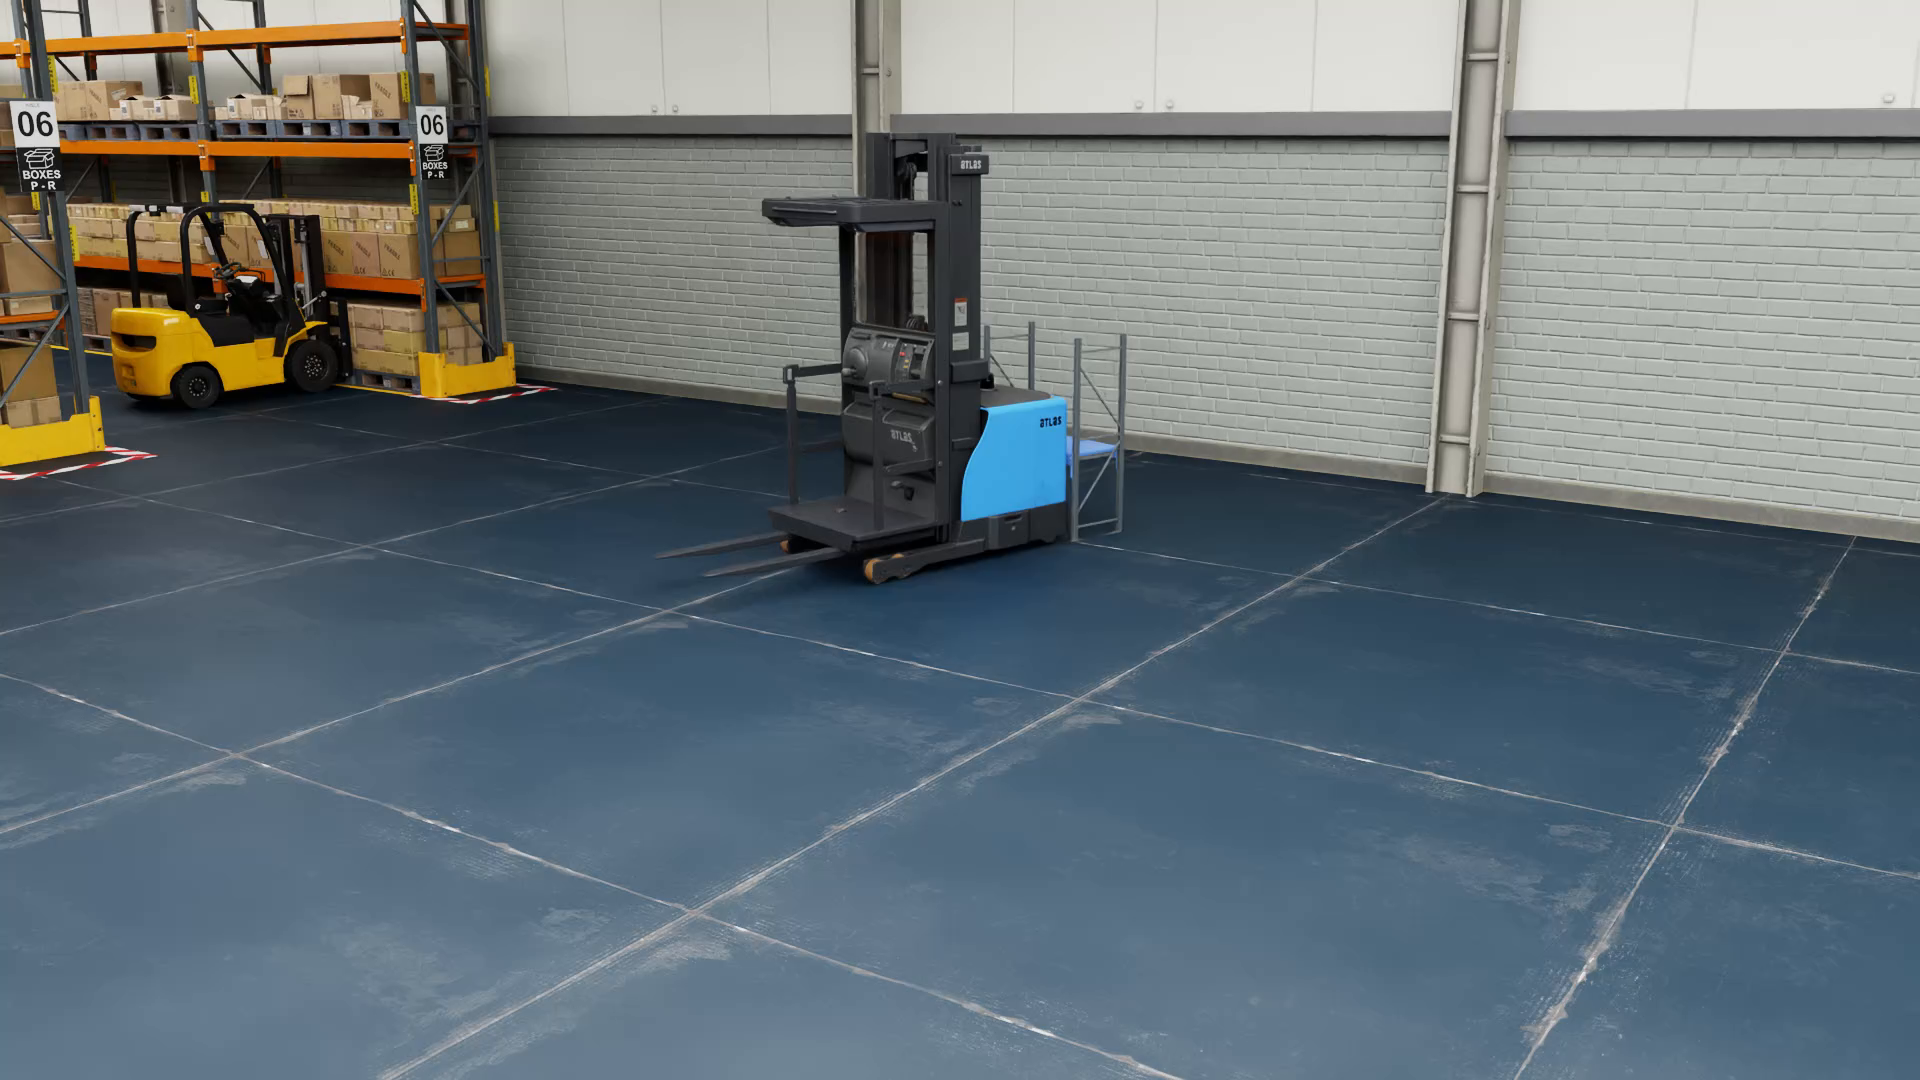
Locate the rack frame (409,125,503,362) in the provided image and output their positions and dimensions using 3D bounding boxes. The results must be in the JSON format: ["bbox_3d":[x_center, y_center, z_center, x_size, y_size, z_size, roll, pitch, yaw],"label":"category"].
[{"bbox_3d":[-5.727,-3.201,19.013,0.127,3.000,1.000,9,17,33],"label":"rack frame"}]

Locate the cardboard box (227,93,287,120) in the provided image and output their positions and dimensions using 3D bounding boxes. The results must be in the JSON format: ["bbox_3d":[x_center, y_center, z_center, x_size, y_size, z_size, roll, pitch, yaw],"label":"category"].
[{"bbox_3d":[-8.492,-5.243,20.120,0.500,0.311,0.500,10,17,34],"label":"cardboard box"}]

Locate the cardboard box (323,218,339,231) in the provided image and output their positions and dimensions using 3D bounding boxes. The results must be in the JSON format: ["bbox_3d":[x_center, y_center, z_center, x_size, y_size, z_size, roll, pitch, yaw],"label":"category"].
[{"bbox_3d":[-7.249,-3.722,19.560,0.250,0.149,0.380,9,17,33],"label":"cardboard box"}]

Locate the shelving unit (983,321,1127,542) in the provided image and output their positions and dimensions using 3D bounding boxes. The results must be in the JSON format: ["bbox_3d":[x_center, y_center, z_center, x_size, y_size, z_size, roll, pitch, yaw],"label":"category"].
[{"bbox_3d":[0.702,-0.849,12.629,0.538,1.500,1.048,-11,18,-38],"label":"shelving unit"}]

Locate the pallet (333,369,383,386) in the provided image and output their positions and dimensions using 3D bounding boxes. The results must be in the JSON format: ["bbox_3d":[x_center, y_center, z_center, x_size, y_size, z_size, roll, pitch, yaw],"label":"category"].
[{"bbox_3d":[-7.393,-2.106,20.390,1.213,0.211,1.003,9,17,33],"label":"pallet"}]

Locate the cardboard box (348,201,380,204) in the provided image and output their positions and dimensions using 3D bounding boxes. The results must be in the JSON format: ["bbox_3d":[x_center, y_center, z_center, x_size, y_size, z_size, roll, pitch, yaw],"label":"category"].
[{"bbox_3d":[-7.154,-4.010,20.102,0.250,0.149,0.380,9,17,33],"label":"cardboard box"}]

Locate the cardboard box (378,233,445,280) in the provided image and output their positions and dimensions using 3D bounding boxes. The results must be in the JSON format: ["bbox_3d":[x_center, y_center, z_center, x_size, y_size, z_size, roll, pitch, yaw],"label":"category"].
[{"bbox_3d":[-6.282,-3.263,19.056,0.500,0.500,0.500,9,16,32],"label":"cardboard box"}]

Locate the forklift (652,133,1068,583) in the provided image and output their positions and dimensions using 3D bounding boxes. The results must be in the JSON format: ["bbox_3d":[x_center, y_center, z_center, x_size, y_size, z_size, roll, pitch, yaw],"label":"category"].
[{"bbox_3d":[-0.659,-1.273,11.367,3.031,2.935,1.130,-11,18,-39],"label":"forklift"}]

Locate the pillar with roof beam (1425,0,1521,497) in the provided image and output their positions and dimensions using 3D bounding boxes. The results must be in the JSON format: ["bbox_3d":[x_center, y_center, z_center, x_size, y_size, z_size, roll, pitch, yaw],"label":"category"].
[{"bbox_3d":[1.753,-3.919,9.426,0.400,9.000,9.100,9,17,33],"label":"pillar with roof beam"}]

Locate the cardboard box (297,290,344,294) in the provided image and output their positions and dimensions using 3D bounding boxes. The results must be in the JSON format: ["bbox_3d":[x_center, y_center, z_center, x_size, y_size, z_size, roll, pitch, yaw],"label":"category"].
[{"bbox_3d":[-8.101,-3.000,20.966,0.500,0.250,0.500,9,16,32],"label":"cardboard box"}]

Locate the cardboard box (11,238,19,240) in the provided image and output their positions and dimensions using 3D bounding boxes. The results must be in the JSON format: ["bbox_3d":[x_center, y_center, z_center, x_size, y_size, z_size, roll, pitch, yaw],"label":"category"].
[{"bbox_3d":[-9.164,-2.592,15.723,0.500,0.500,0.500,10,17,35],"label":"cardboard box"}]

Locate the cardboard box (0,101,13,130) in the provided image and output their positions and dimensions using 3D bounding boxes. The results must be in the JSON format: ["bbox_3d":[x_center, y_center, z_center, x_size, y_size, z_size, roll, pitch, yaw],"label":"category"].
[{"bbox_3d":[-8.763,-3.859,15.121,0.500,0.250,0.500,9,16,32],"label":"cardboard box"}]

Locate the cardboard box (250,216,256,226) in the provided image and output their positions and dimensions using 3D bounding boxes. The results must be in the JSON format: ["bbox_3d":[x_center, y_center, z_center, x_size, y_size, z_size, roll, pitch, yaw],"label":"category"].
[{"bbox_3d":[-8.481,-3.942,20.447,0.250,0.149,0.380,9,17,33],"label":"cardboard box"}]

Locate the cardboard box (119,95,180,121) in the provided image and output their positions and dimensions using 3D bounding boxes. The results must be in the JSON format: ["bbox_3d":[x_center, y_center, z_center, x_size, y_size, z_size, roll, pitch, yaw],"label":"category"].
[{"bbox_3d":[-10.420,-5.554,21.379,0.500,0.311,0.500,9,16,31],"label":"cardboard box"}]

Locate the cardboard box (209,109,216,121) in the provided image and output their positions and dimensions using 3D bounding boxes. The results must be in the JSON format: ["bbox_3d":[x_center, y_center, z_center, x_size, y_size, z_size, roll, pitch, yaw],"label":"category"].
[{"bbox_3d":[-9.641,-5.477,21.405,0.250,0.149,0.380,9,17,33],"label":"cardboard box"}]

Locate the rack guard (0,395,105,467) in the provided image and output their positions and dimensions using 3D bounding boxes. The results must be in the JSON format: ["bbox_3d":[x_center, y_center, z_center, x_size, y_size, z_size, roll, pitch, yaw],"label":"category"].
[{"bbox_3d":[-8.557,-1.008,15.354,0.348,0.500,1.175,9,17,33],"label":"rack guard"}]

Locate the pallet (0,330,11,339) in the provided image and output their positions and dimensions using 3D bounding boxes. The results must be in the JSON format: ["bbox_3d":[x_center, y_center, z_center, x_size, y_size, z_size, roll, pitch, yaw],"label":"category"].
[{"bbox_3d":[-13.972,-3.192,24.778,1.213,0.211,1.003,9,17,33],"label":"pallet"}]

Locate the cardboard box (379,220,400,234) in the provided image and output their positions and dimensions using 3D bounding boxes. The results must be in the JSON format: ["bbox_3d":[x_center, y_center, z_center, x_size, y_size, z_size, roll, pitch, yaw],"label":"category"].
[{"bbox_3d":[-6.400,-3.584,18.999,0.250,0.149,0.380,9,17,34],"label":"cardboard box"}]

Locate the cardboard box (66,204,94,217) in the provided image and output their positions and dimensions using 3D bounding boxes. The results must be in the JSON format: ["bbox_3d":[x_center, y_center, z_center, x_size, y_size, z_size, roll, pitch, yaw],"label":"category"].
[{"bbox_3d":[-12.043,-4.500,22.703,0.250,0.149,0.380,10,17,34],"label":"cardboard box"}]

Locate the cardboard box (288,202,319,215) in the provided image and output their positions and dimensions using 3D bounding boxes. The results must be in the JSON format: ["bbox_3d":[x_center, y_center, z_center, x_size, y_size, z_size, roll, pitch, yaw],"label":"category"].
[{"bbox_3d":[-7.834,-3.987,20.008,0.250,0.149,0.380,9,17,33],"label":"cardboard box"}]

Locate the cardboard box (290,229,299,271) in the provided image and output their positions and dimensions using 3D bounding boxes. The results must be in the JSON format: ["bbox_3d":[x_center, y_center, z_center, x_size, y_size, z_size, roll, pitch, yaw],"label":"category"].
[{"bbox_3d":[-7.962,-3.540,20.175,0.500,0.500,0.500,9,17,32],"label":"cardboard box"}]

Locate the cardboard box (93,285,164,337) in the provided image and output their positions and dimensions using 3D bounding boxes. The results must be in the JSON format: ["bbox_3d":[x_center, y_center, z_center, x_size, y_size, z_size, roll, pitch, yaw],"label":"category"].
[{"bbox_3d":[-11.309,-3.153,22.885,0.625,0.625,0.875,10,17,35],"label":"cardboard box"}]

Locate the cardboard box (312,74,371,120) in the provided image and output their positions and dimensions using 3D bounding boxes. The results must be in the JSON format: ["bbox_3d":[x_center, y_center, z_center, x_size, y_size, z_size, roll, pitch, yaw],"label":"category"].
[{"bbox_3d":[-7.025,-5.126,19.257,0.500,0.500,0.700,9,17,33],"label":"cardboard box"}]

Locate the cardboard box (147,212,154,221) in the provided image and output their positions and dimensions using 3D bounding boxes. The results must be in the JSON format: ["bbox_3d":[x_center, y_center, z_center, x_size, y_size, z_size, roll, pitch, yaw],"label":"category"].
[{"bbox_3d":[-10.326,-4.233,21.624,0.250,0.149,0.380,9,16,31],"label":"cardboard box"}]

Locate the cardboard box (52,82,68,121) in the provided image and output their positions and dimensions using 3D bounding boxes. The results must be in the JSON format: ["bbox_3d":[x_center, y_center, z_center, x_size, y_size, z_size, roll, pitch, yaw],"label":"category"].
[{"bbox_3d":[-11.900,-5.885,22.323,0.500,0.500,0.500,9,17,33],"label":"cardboard box"}]

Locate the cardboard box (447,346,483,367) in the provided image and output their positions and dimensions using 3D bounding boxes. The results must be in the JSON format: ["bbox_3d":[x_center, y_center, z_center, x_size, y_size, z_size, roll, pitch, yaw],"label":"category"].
[{"bbox_3d":[-6.026,-2.175,19.716,0.500,0.250,0.500,9,17,33],"label":"cardboard box"}]

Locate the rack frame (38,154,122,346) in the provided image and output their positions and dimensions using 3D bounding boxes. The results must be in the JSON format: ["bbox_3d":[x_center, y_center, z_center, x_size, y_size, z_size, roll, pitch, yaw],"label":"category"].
[{"bbox_3d":[-12.365,-4.274,23.347,0.127,3.000,1.000,9,17,33],"label":"rack frame"}]

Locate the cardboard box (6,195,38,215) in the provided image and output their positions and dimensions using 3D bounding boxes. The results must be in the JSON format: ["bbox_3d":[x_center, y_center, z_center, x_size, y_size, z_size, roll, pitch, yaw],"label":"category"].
[{"bbox_3d":[-13.823,-4.710,24.019,0.637,0.503,0.797,9,16,32],"label":"cardboard box"}]

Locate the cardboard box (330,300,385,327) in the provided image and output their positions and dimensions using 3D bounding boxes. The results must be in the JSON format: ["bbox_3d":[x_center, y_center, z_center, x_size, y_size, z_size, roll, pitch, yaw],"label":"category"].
[{"bbox_3d":[-7.135,-2.688,19.708,0.500,0.250,0.500,9,17,34],"label":"cardboard box"}]

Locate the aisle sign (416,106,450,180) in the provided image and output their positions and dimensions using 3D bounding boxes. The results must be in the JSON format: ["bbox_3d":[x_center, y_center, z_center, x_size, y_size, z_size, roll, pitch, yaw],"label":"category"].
[{"bbox_3d":[-5.837,-4.396,18.428,0.004,0.787,0.394,9,17,33],"label":"aisle sign"}]

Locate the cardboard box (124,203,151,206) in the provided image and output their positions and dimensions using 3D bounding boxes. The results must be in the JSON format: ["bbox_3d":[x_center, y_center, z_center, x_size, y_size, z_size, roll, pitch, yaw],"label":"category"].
[{"bbox_3d":[-11.280,-4.556,22.926,0.250,0.149,0.380,9,16,32],"label":"cardboard box"}]

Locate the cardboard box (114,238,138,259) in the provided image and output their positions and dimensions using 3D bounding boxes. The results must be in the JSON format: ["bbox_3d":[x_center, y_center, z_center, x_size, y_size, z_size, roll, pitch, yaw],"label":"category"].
[{"bbox_3d":[-10.858,-3.887,22.095,0.500,0.250,0.500,10,17,35],"label":"cardboard box"}]

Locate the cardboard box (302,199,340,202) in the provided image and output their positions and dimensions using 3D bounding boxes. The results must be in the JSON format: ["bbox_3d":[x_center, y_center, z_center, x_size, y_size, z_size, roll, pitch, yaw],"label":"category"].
[{"bbox_3d":[-7.958,-4.167,20.737,0.250,0.149,0.380,9,16,32],"label":"cardboard box"}]

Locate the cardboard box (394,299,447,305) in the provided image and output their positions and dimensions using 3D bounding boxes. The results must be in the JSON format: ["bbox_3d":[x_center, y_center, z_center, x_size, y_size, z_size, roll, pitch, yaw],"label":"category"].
[{"bbox_3d":[-6.437,-2.724,19.853,0.500,0.250,0.500,9,17,33],"label":"cardboard box"}]

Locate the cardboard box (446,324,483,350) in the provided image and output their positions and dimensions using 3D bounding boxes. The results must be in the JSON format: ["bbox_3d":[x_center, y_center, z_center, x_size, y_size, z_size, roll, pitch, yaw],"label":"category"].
[{"bbox_3d":[-6.002,-2.418,19.655,0.500,0.250,0.500,10,17,34],"label":"cardboard box"}]

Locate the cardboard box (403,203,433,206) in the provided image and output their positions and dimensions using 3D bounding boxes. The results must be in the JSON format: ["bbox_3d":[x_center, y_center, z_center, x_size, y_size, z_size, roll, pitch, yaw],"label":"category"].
[{"bbox_3d":[-6.312,-3.871,19.542,0.250,0.149,0.380,10,17,34],"label":"cardboard box"}]

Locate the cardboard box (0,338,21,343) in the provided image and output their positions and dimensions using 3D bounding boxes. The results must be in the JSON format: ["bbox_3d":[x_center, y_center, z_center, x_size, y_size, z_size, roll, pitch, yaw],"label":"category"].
[{"bbox_3d":[-9.466,-1.680,16.154,0.500,0.500,0.500,8,16,31],"label":"cardboard box"}]

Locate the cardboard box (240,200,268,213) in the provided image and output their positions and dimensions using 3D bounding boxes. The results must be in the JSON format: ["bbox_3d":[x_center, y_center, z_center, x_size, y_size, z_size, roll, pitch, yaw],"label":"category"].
[{"bbox_3d":[-8.670,-4.130,20.588,0.250,0.149,0.380,9,17,34],"label":"cardboard box"}]

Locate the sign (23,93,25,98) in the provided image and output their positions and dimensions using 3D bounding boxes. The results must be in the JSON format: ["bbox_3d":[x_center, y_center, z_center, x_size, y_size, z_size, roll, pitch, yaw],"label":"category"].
[{"bbox_3d":[-12.670,-5.873,22.488,0.005,0.325,0.100,9,17,33],"label":"sign"}]

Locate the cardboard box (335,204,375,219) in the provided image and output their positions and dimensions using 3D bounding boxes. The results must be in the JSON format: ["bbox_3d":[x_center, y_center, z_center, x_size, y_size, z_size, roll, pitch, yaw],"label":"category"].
[{"bbox_3d":[-7.039,-3.833,19.386,0.250,0.149,0.380,10,17,34],"label":"cardboard box"}]

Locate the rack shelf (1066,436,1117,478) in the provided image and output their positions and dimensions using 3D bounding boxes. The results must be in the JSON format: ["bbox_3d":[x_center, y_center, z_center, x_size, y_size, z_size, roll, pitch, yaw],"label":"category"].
[{"bbox_3d":[0.702,-0.674,12.672,0.538,0.185,1.000,-11,18,-38],"label":"rack shelf"}]

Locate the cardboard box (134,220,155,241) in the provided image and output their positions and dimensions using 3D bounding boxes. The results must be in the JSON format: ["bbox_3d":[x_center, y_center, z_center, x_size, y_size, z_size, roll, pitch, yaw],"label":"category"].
[{"bbox_3d":[-10.448,-4.060,21.752,0.500,0.250,0.500,10,17,34],"label":"cardboard box"}]

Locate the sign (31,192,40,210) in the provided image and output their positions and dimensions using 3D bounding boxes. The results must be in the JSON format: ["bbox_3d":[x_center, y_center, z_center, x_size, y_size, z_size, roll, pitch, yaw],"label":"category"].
[{"bbox_3d":[-12.660,-4.688,22.775,0.005,0.325,0.100,9,17,33],"label":"sign"}]

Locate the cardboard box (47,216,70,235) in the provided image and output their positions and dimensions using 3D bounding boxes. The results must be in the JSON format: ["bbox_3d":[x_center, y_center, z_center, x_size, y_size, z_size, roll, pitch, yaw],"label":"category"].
[{"bbox_3d":[-12.148,-4.331,22.847,0.500,0.250,0.500,9,17,33],"label":"cardboard box"}]

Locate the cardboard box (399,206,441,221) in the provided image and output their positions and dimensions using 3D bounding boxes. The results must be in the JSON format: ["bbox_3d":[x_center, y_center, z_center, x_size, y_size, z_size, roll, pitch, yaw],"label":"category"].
[{"bbox_3d":[-6.142,-3.715,18.911,0.250,0.149,0.380,9,17,33],"label":"cardboard box"}]

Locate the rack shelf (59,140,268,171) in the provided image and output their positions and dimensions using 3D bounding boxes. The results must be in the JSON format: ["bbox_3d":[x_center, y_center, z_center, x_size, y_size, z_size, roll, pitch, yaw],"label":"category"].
[{"bbox_3d":[-10.706,-5.113,21.989,4.000,0.370,1.077,9,17,33],"label":"rack shelf"}]

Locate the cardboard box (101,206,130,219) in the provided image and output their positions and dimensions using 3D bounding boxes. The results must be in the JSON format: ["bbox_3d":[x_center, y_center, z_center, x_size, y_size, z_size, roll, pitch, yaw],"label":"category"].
[{"bbox_3d":[-11.189,-4.365,22.156,0.250,0.149,0.380,10,17,34],"label":"cardboard box"}]

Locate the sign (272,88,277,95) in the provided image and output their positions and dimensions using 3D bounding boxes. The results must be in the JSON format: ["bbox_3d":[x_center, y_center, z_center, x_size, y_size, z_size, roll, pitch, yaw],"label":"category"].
[{"bbox_3d":[-8.738,-5.594,21.195,0.005,0.325,0.100,9,17,33],"label":"sign"}]

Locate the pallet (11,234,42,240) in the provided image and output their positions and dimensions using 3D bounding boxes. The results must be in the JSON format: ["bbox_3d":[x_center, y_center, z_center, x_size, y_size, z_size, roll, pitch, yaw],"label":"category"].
[{"bbox_3d":[-12.967,-4.258,23.680,1.003,0.211,1.213,9,17,33],"label":"pallet"}]

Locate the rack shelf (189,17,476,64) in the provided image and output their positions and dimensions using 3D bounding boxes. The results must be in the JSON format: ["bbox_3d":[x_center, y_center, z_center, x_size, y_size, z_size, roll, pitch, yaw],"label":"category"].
[{"bbox_3d":[-7.387,-5.838,19.510,4.000,0.370,1.077,9,17,33],"label":"rack shelf"}]

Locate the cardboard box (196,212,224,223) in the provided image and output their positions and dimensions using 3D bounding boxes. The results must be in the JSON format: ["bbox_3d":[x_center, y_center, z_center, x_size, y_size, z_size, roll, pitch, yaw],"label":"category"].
[{"bbox_3d":[-9.454,-4.103,21.096,0.250,0.149,0.380,10,17,35],"label":"cardboard box"}]
